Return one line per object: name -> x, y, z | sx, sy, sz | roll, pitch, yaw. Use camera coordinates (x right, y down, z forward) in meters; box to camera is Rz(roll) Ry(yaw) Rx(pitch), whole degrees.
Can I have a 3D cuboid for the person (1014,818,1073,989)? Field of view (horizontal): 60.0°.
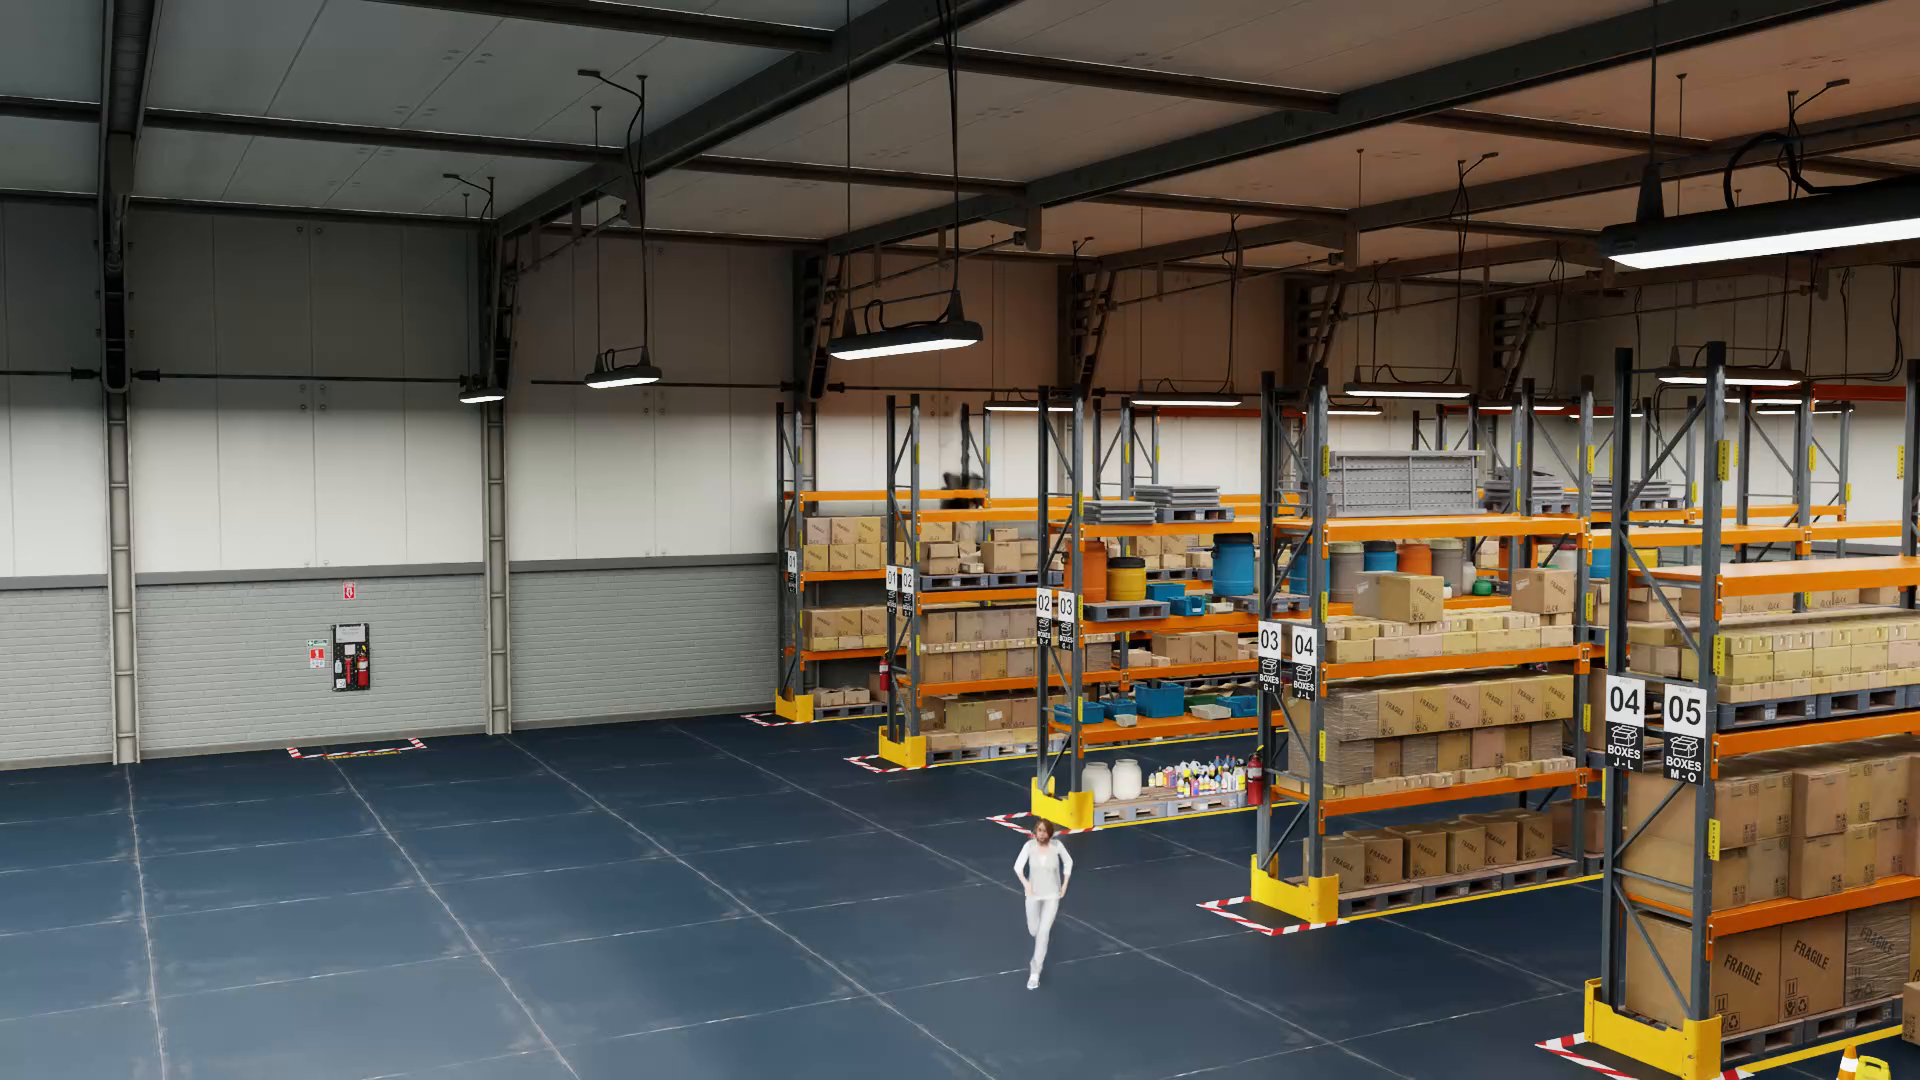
person -> 0.809, 3.481, 16.180 | 0.566, 1.564, 0.826 | 0, 3, 8
